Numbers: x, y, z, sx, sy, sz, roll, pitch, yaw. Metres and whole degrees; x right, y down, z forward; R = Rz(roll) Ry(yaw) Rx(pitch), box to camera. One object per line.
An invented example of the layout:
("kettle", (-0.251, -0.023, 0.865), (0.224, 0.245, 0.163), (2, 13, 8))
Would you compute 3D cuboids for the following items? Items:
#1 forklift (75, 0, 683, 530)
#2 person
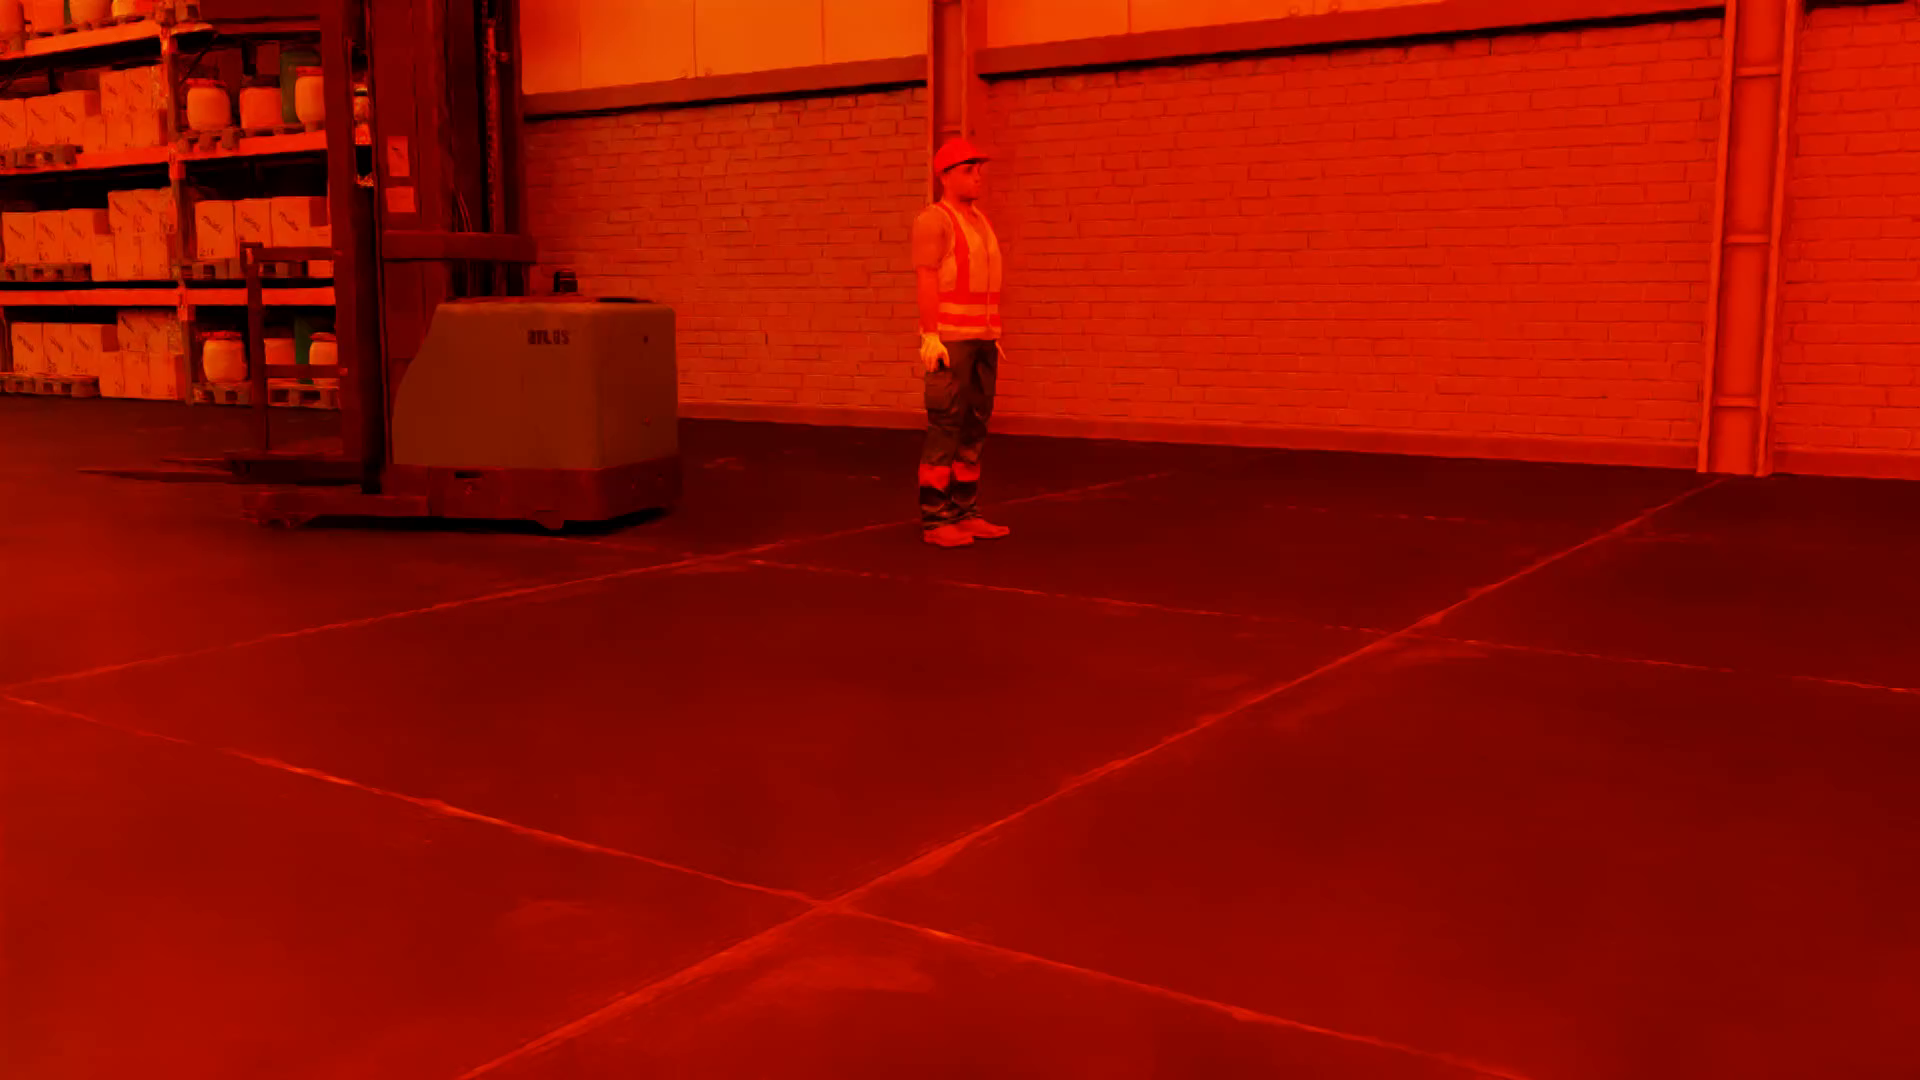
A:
("forklift", (-3.009, -1.585, 8.339), (3.031, 2.935, 1.130), (2, 8, 14))
("person", (0.018, -0.885, 7.467), (0.349, 1.795, 0.540), (5, 10, 34))
